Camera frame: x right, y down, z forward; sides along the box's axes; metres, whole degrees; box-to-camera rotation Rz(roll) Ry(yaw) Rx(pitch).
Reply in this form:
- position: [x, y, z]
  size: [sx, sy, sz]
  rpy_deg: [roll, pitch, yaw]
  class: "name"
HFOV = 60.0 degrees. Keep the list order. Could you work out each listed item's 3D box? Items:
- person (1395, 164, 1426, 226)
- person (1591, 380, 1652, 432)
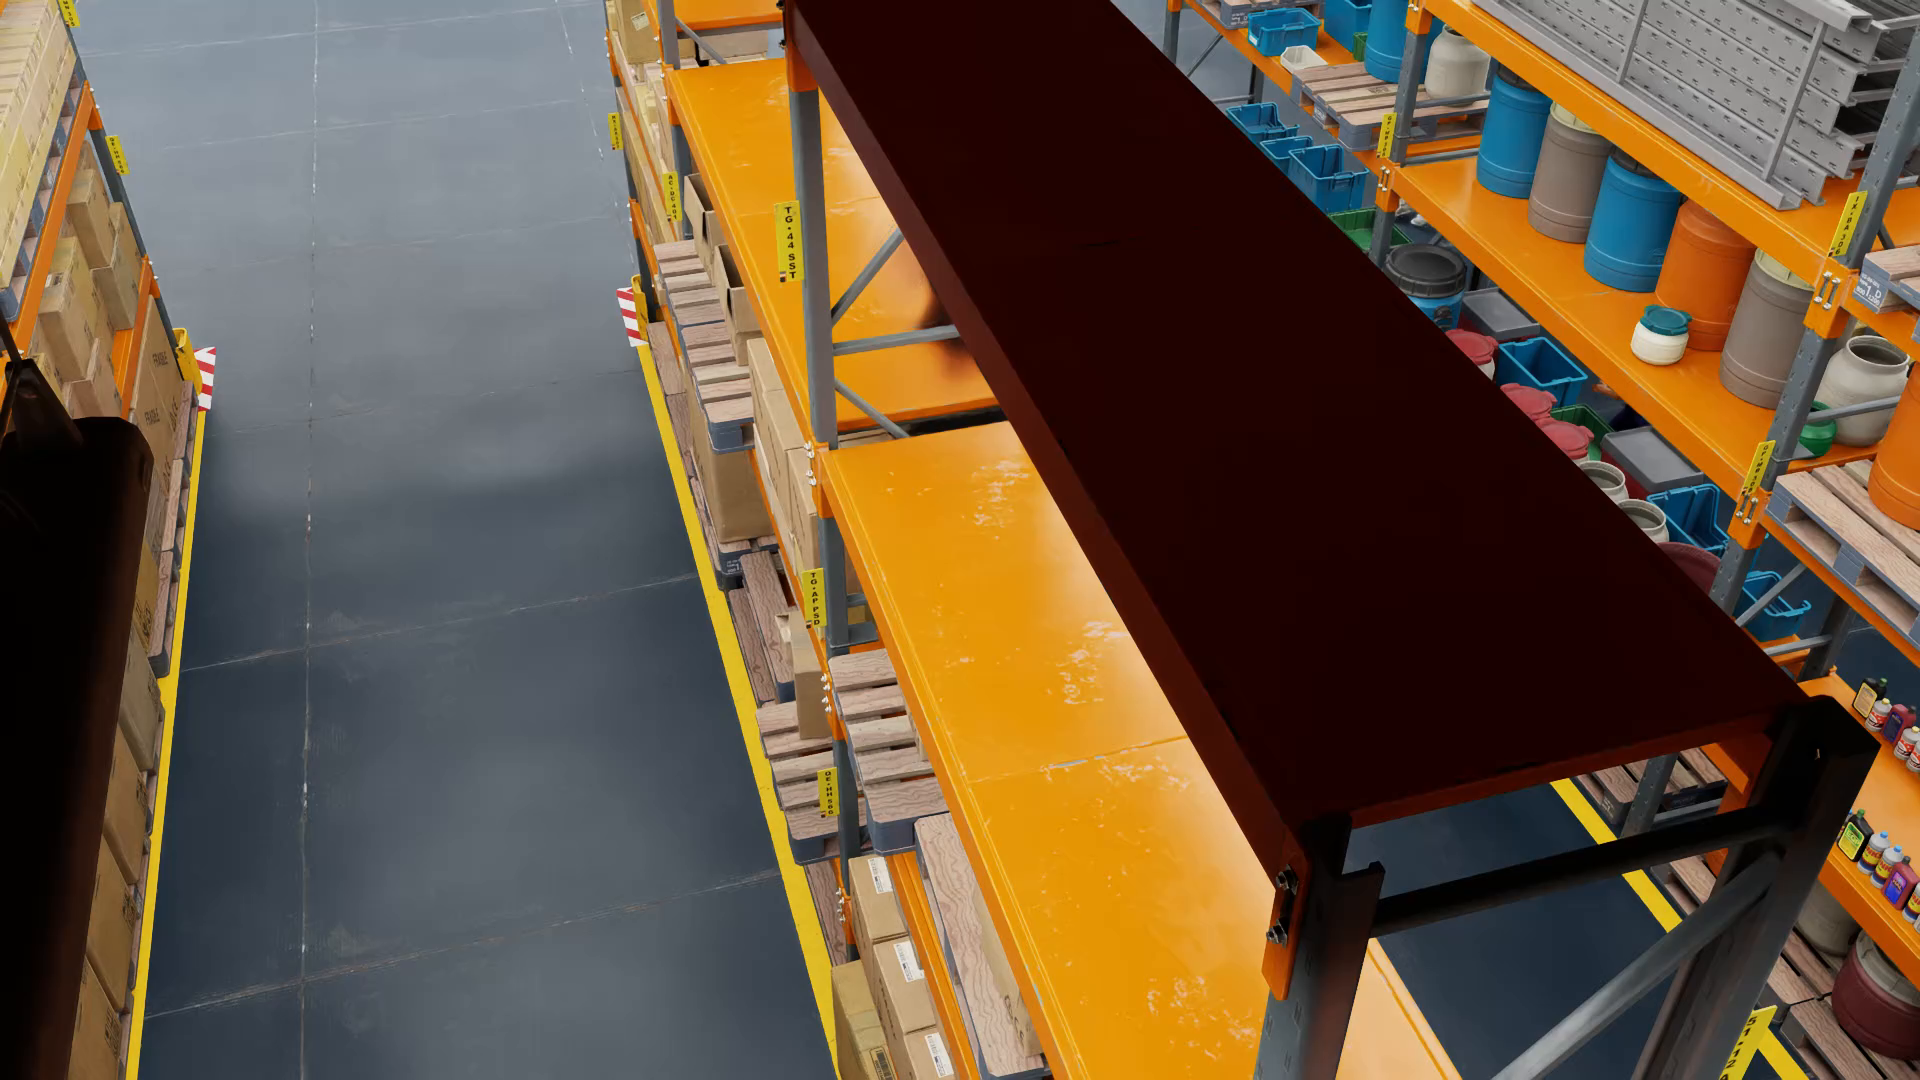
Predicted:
- position: [4.415, -3.941, 16.563]
  size: [0.772, 1.543, 0.602]
  rpy_deg: [4, 39, 5]
  class: "person"
- position: [5.200, -0.936, 12.796]
  size: [0.761, 1.617, 0.625]
  rpy_deg: [23, 44, 26]
  class: "person"
